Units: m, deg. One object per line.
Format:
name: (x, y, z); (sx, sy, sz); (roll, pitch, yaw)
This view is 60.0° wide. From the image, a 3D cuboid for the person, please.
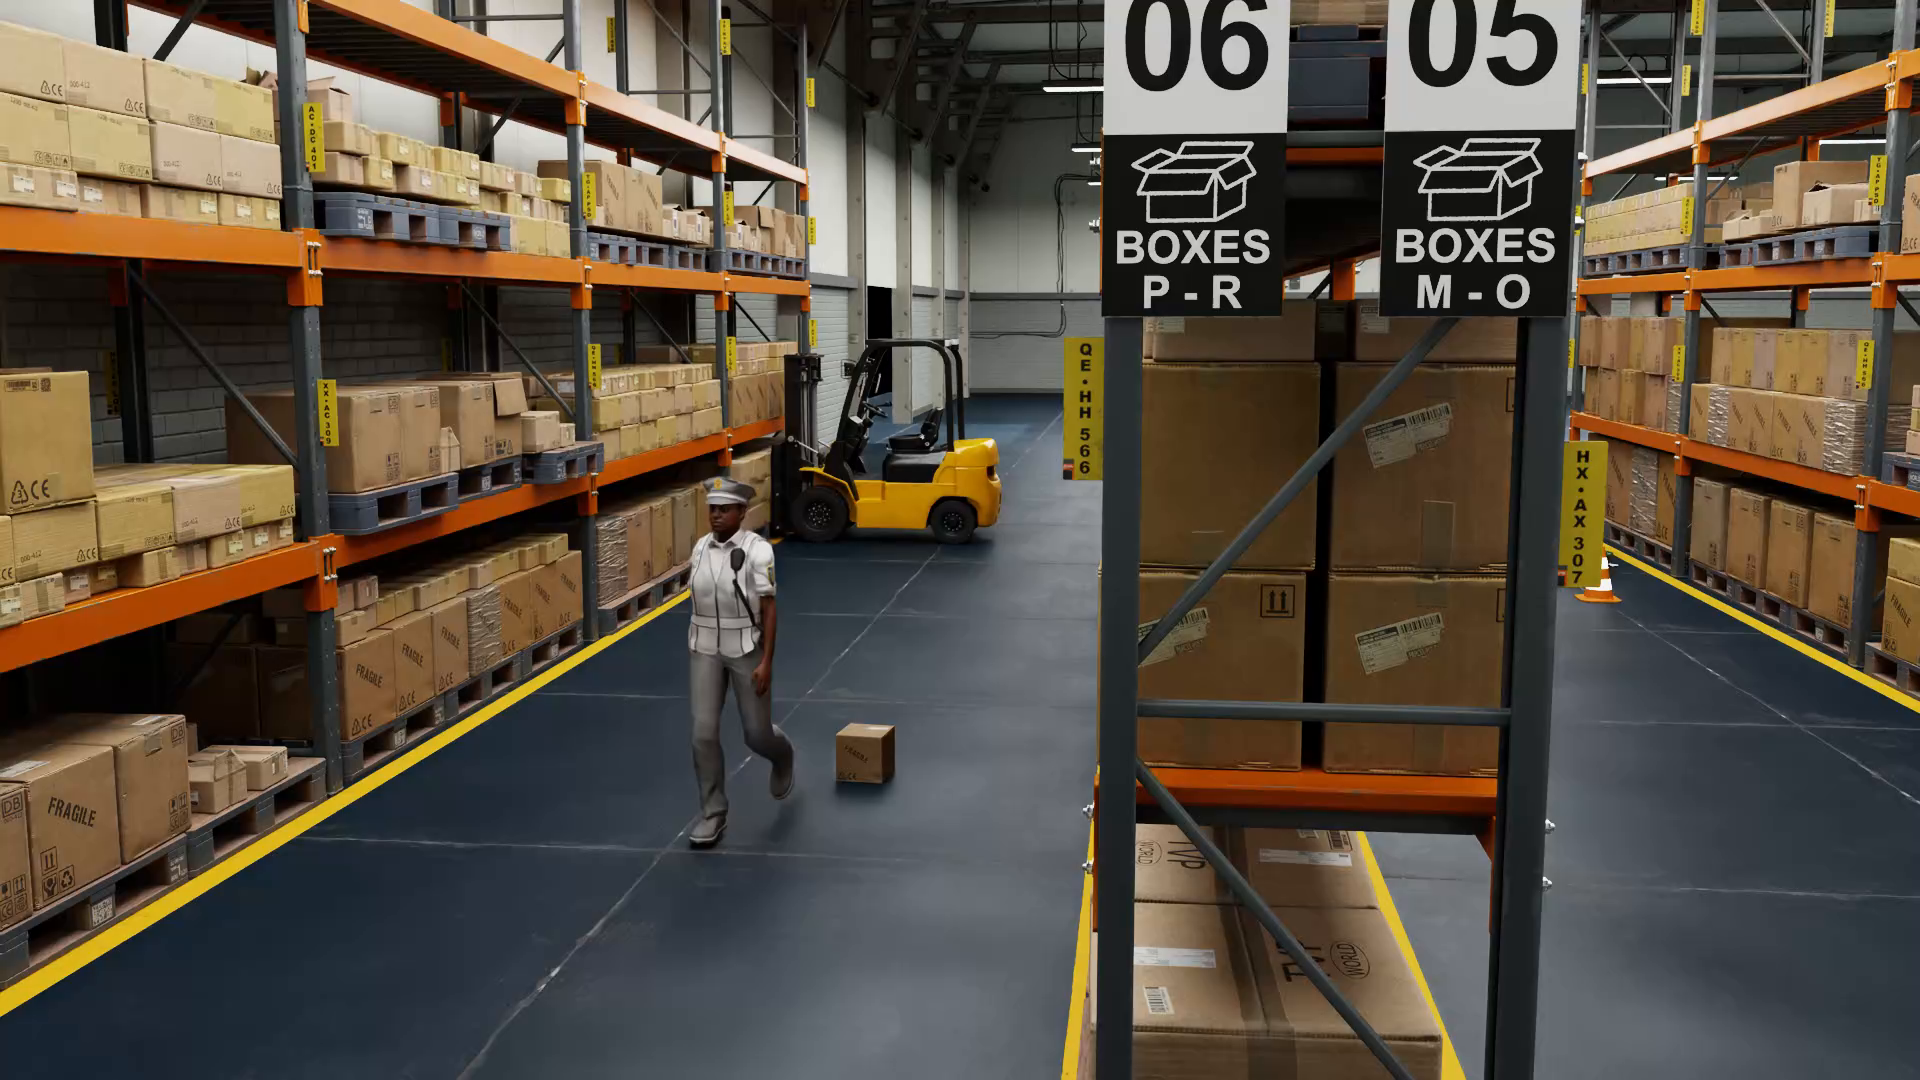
person: (-1.034, 0.518, 7.777); (0.444, 1.665, 0.741); (2, 8, 14)
